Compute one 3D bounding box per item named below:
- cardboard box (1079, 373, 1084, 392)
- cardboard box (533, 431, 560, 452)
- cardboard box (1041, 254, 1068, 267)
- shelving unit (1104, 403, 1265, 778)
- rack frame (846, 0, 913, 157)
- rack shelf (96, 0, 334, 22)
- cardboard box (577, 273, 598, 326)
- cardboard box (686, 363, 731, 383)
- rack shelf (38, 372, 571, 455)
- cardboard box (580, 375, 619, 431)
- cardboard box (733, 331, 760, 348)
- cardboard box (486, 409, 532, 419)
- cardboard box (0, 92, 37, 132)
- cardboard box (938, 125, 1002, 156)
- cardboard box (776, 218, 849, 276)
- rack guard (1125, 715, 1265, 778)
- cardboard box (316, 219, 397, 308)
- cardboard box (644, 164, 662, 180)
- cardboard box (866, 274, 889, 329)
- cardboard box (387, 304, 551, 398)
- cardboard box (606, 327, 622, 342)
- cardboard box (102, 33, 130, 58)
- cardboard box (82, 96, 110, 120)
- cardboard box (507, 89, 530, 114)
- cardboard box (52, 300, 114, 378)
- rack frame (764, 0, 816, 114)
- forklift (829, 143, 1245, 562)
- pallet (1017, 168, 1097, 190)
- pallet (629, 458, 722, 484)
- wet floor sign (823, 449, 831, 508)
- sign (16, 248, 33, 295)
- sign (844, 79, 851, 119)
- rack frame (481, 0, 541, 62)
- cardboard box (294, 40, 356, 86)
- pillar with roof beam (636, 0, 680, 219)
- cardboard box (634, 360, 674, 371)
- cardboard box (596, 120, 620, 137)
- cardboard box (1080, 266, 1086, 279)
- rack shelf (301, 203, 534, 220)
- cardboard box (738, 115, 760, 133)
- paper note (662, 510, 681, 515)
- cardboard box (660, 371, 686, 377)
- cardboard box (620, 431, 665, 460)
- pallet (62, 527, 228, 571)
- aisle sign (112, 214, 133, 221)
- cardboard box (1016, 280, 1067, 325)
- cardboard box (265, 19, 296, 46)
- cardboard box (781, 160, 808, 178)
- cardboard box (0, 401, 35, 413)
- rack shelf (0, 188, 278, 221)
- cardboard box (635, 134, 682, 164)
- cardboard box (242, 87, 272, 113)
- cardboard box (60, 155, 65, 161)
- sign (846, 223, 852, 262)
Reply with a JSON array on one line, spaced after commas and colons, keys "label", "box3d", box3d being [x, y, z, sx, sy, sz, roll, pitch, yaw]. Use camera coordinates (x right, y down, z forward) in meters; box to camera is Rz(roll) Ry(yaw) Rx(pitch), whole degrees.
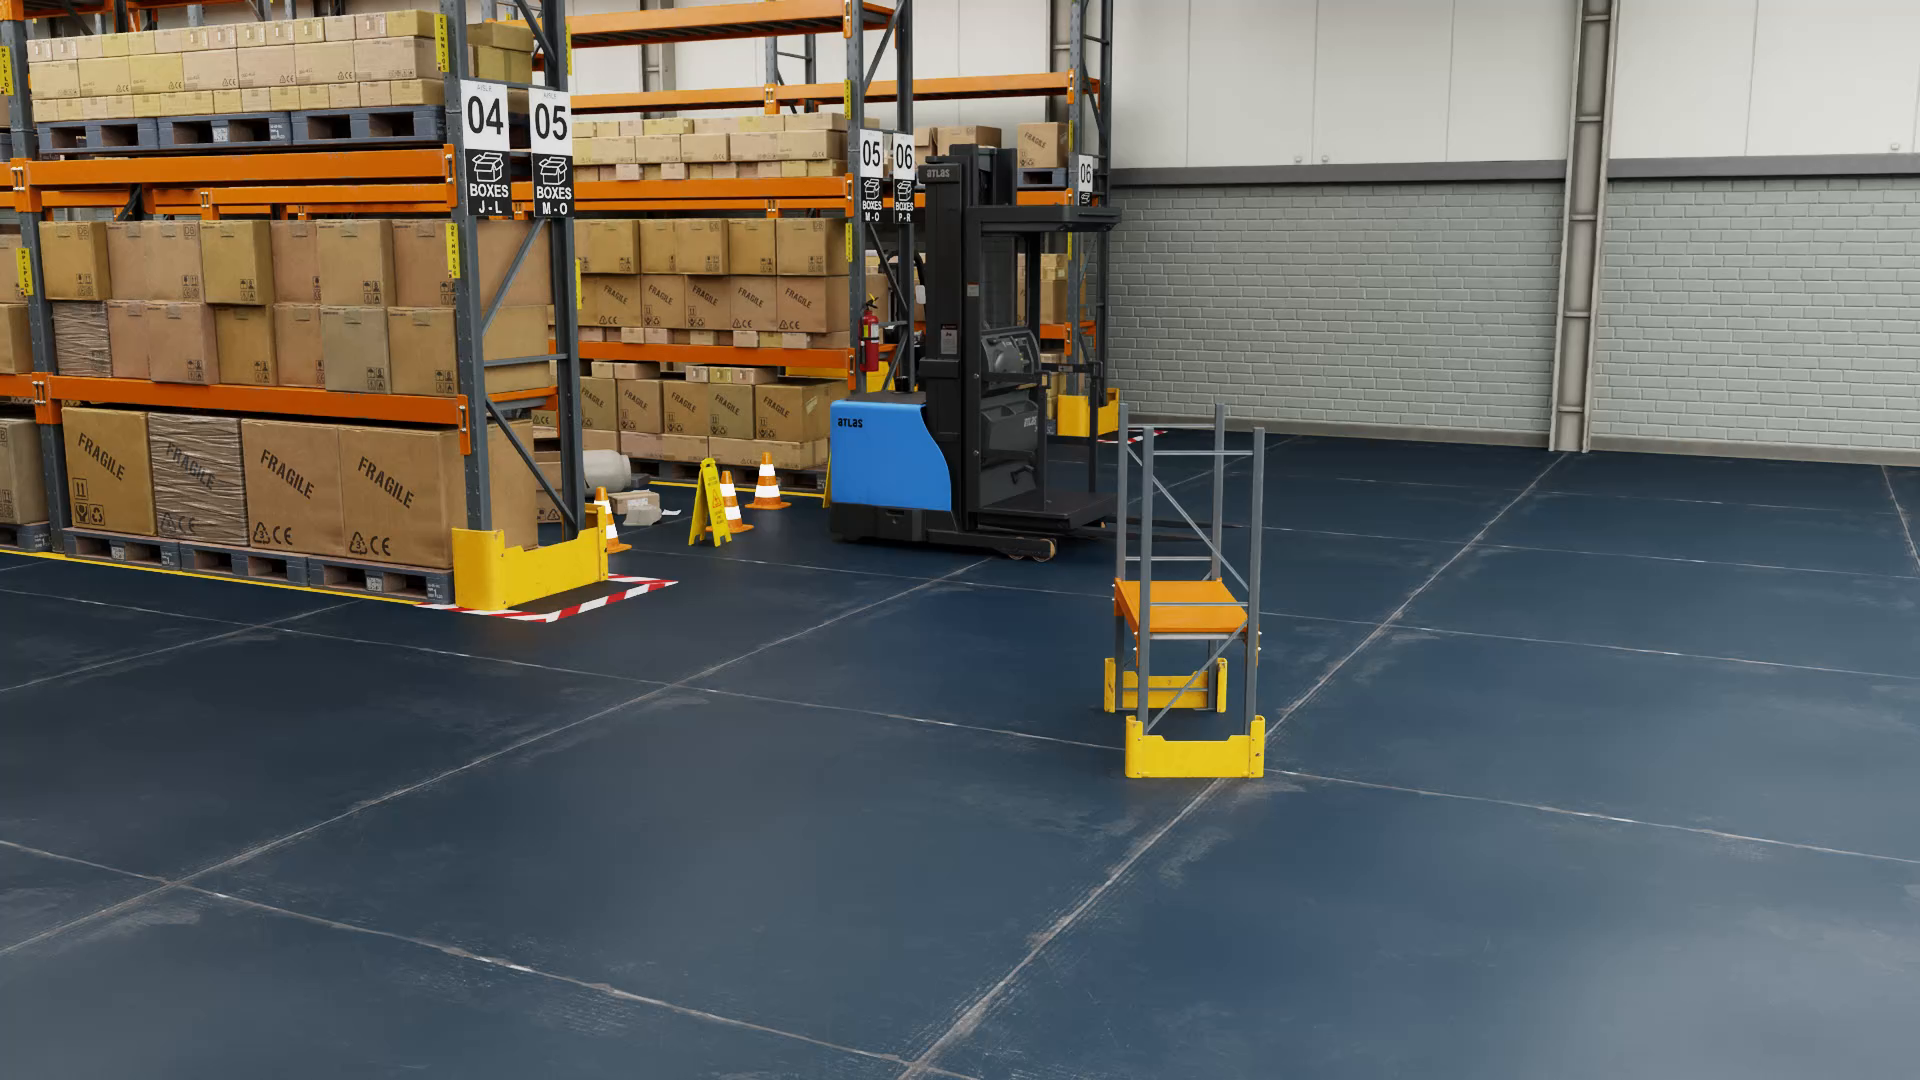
[{"label": "cardboard box", "box3d": [1.166, -1.901, 19.951, 0.500, 0.250, 0.500, 5, 12, 27]}, {"label": "cardboard box", "box3d": [-3.926, -0.723, 15.315, 0.500, 0.500, 0.500, -4, 11, -23]}, {"label": "cardboard box", "box3d": [1.081, -3.241, 19.277, 0.250, 0.149, 0.380, 5, 11, 26]}, {"label": "shelving unit", "box3d": [1.004, 0.182, 7.512, 0.587, 1.500, 1.083, 0, 10, 0]}, {"label": "rack frame", "box3d": [-0.697, -4.890, 14.484, 0.127, 3.000, 1.000, 5, 11, 26]}, {"label": "rack shelf", "box3d": [-11.059, -8.068, 24.729, 4.000, 0.370, 1.077, 5, 11, 26]}, {"label": "cardboard box", "box3d": [-3.553, -2.334, 16.089, 0.500, 0.500, 0.500, 5, 11, 26]}, {"label": "cardboard box", "box3d": [-2.350, -1.561, 15.549, 0.250, 0.149, 0.380, 6, 12, 28]}, {"label": "rack shelf", "box3d": [-4.591, -0.944, 11.541, 4.000, 0.370, 1.077, 5, 11, 26]}, {"label": "cardboard box", "box3d": [-3.390, -1.346, 16.182, 0.500, 0.500, 0.500, 6, 12, 28]}, {"label": "cardboard box", "box3d": [-1.868, -1.851, 15.243, 0.250, 0.149, 0.380, 5, 12, 27]}, {"label": "cardboard box", "box3d": [-4.756, -1.208, 17.182, 0.625, 0.372, 0.950, 5, 11, 27]}, {"label": "cardboard box", "box3d": [-7.088, -3.143, 12.214, 0.500, 0.250, 0.500, 5, 11, 26]}, {"label": "cardboard box", "box3d": [0.116, -4.605, 19.589, 0.500, 0.500, 0.700, 5, 11, 26]}, {"label": "cardboard box", "box3d": [-1.252, -2.631, 14.923, 0.500, 0.500, 0.700, 5, 11, 24]}, {"label": "rack guard", "box3d": [1.007, 0.886, 7.134, 0.587, 0.250, 0.087, 0, 10, 0]}, {"label": "cardboard box", "box3d": [-3.647, -1.809, 10.850, 0.550, 0.550, 0.875, 5, 11, 26]}, {"label": "cardboard box", "box3d": [-2.729, -3.420, 15.489, 0.250, 0.149, 0.380, 5, 11, 26]}, {"label": "cardboard box", "box3d": [-0.999, -2.216, 15.434, 0.500, 0.500, 0.500, 5, 11, 25]}, {"label": "cardboard box", "box3d": [-3.150, -1.236, 10.714, 0.550, 0.550, 0.875, 5, 11, 26]}, {"label": "cardboard box", "box3d": [-3.183, -1.985, 15.982, 0.250, 0.149, 0.380, 5, 11, 26]}, {"label": "cardboard box", "box3d": [-5.524, -3.313, 11.196, 0.250, 0.149, 0.380, 5, 11, 25]}, {"label": "cardboard box", "box3d": [-5.752, -2.940, 11.377, 0.250, 0.149, 0.380, 5, 11, 26]}, {"label": "cardboard box", "box3d": [-2.963, -2.826, 10.747, 0.250, 0.149, 0.380, 5, 11, 26]}, {"label": "cardboard box", "box3d": [-6.048, -1.502, 12.184, 0.550, 0.550, 0.875, 5, 11, 26]}, {"label": "rack frame", "box3d": [-2.092, -5.999, 20.607, 0.127, 3.000, 1.000, 5, 11, 26]}, {"label": "forklift", "box3d": [0.560, -1.393, 12.199, 3.031, 2.935, 1.130, 5, 11, 26]}, {"label": "pallet", "box3d": [0.873, -4.224, 19.471, 1.213, 0.211, 1.003, 5, 11, 26]}, {"label": "pallet", "box3d": [-2.569, -0.738, 16.217, 1.213, 0.211, 1.003, 5, 11, 26]}, {"label": "wet floor sign", "box3d": [-1.000, -0.594, 14.201, 0.267, 0.644, 0.232, -10, 14, -43]}, {"label": "sign", "box3d": [-6.616, -1.898, 11.768, 0.005, 0.325, 0.100, 5, 11, 26]}, {"label": "sign", "box3d": [-0.961, -3.763, 14.191, 0.005, 0.325, 0.100, 5, 11, 26]}, {"label": "rack frame", "box3d": [-4.285, -5.206, 16.225, 0.127, 3.000, 1.000, 5, 11, 26]}, {"label": "cardboard box", "box3d": [-3.808, -2.978, 10.464, 0.500, 0.250, 0.500, 5, 11, 26]}, {"label": "pillar with roof beam", "box3d": [-6.016, -5.668, 18.778, 0.400, 9.000, 9.100, 5, 11, 26]}, {"label": "cardboard box", "box3d": [-3.932, -2.245, 22.203, 0.625, 0.625, 0.875, 5, 11, 23]}, {"label": "cardboard box", "box3d": [-3.199, -3.847, 15.607, 0.250, 0.149, 0.380, 5, 11, 24]}, {"label": "cardboard box", "box3d": [1.306, -3.168, 19.710, 0.250, 0.149, 0.380, 5, 11, 24]}, {"label": "rack shelf", "box3d": [-7.472, -4.641, 23.551, 4.000, 0.370, 1.077, 5, 11, 26]}, {"label": "cardboard box", "box3d": [-1.787, -3.735, 14.986, 0.250, 0.149, 0.380, 5, 11, 26]}, {"label": "paper note", "box3d": [-2.426, -0.234, 13.937, 0.142, 0.019, 0.148, 1, 10, 6]}, {"label": "cardboard box", "box3d": [-2.720, -1.393, 16.438, 0.500, 0.500, 0.500, 6, 12, 29]}, {"label": "cardboard box", "box3d": [-2.914, -0.936, 16.021, 0.500, 0.250, 0.500, 5, 11, 25]}, {"label": "pallet", "box3d": [-5.737, -0.011, 12.196, 1.213, 0.211, 1.003, 5, 11, 26]}, {"label": "aisle sign", "box3d": [-13.044, -5.230, 25.905, 0.004, 0.787, 0.394, 5, 11, 26]}, {"label": "cardboard box", "box3d": [0.938, -2.778, 19.373, 0.500, 0.500, 0.500, 5, 11, 25]}, {"label": "cardboard box", "box3d": [-4.159, -3.193, 10.534, 0.250, 0.149, 0.380, 5, 11, 26]}, {"label": "cardboard box", "box3d": [-1.379, -3.289, 14.761, 0.250, 0.149, 0.380, 5, 11, 26]}, {"label": "cardboard box", "box3d": [-7.844, -0.666, 13.125, 0.750, 0.750, 1.050, 5, 11, 26]}, {"label": "rack shelf", "box3d": [-9.665, -3.848, 19.169, 4.000, 0.370, 1.077, 5, 11, 26]}, {"label": "cardboard box", "box3d": [-2.647, -3.604, 15.382, 0.500, 0.250, 0.500, 5, 11, 26]}, {"label": "cardboard box", "box3d": [-4.384, -2.820, 10.714, 0.250, 0.149, 0.380, 5, 11, 26]}, {"label": "cardboard box", "box3d": [-9.975, -4.301, 18.846, 0.258, 0.266, 0.396, 6, 12, 31]}, {"label": "sign", "box3d": [-0.961, -2.577, 14.406, 0.005, 0.325, 0.100, 5, 11, 26]}]
